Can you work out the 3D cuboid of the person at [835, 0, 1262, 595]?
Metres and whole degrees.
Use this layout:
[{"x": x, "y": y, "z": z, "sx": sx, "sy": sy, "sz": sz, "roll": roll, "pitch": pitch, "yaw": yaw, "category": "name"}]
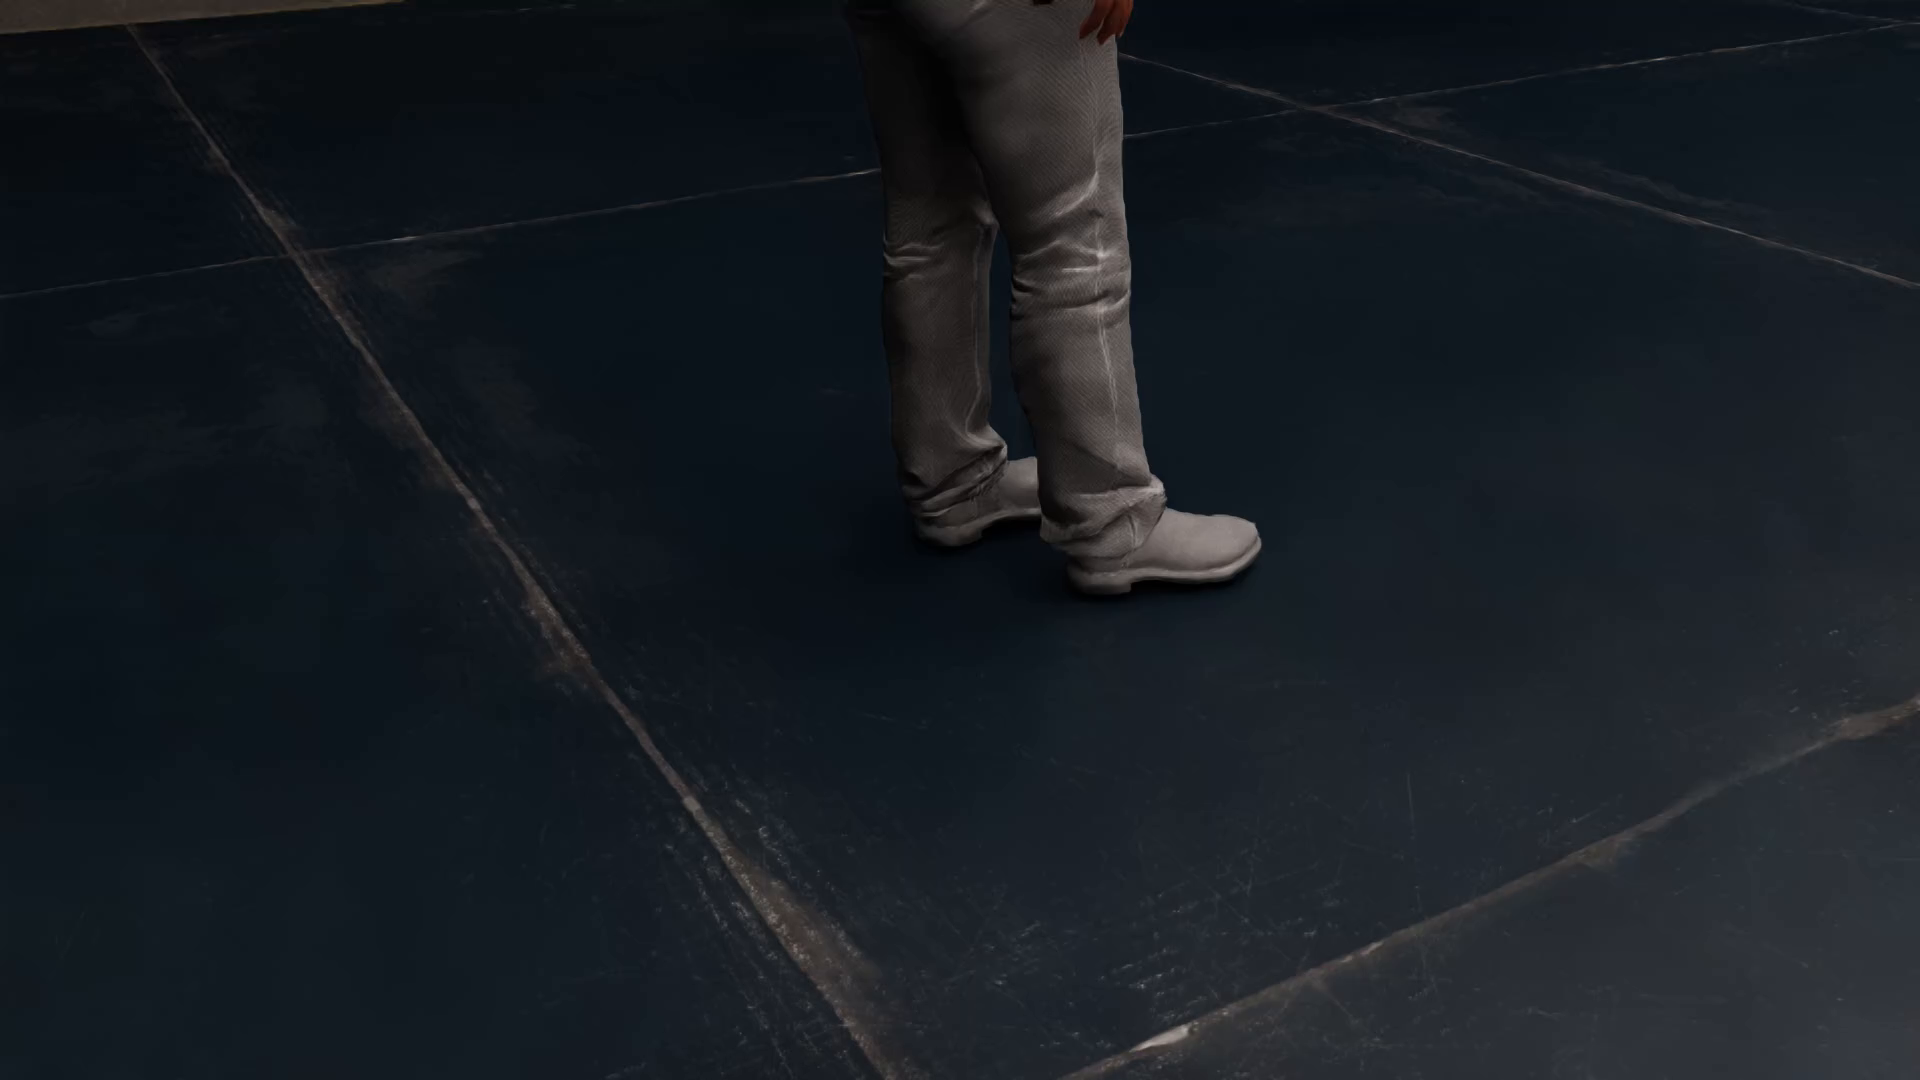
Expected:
[{"x": 0.058, "y": -0.809, "z": 2.117, "sx": 0.567, "sy": 1.773, "sz": 0.632, "roll": -15, "pitch": 30, "yaw": -26, "category": "person"}]
